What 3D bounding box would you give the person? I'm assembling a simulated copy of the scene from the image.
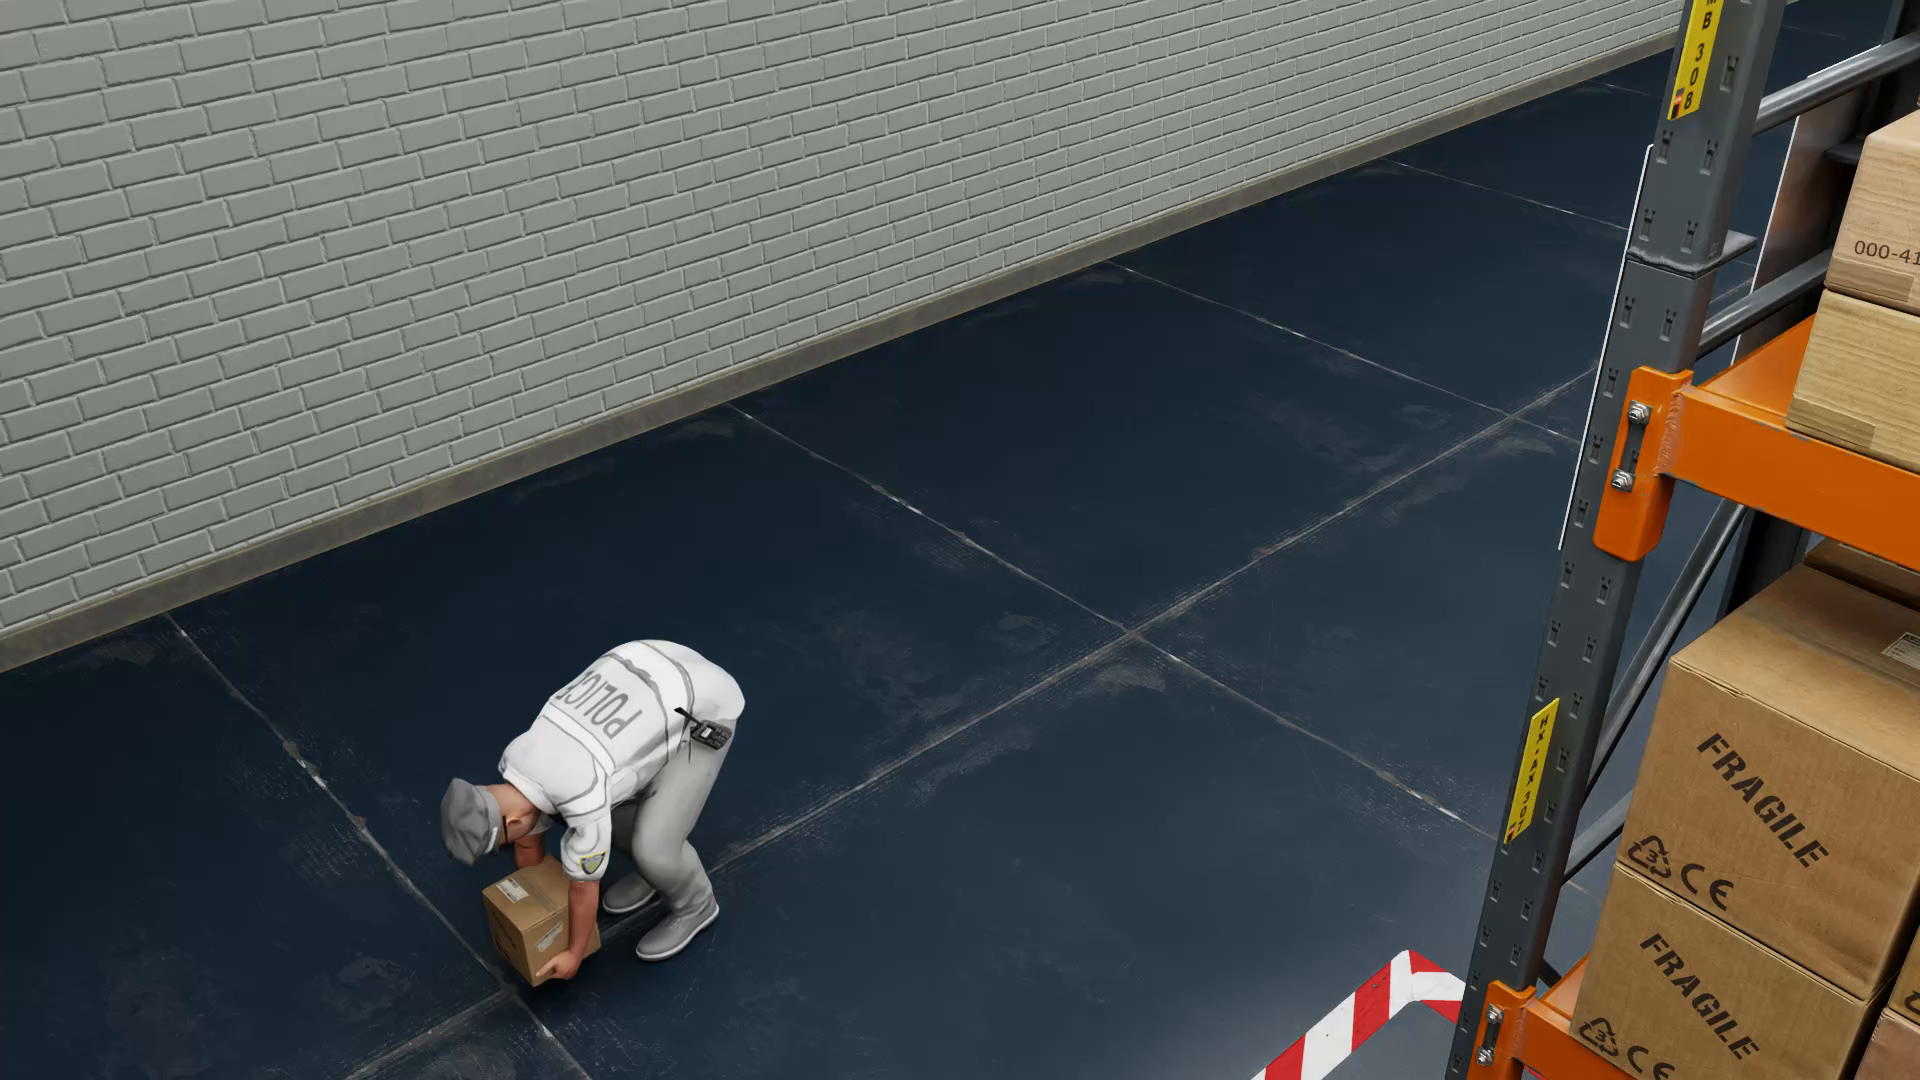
[{"bbox_3d":[-1.151,0.906,5.329,0.509,1.046,1.036,27,41,37],"label":"person"}]
